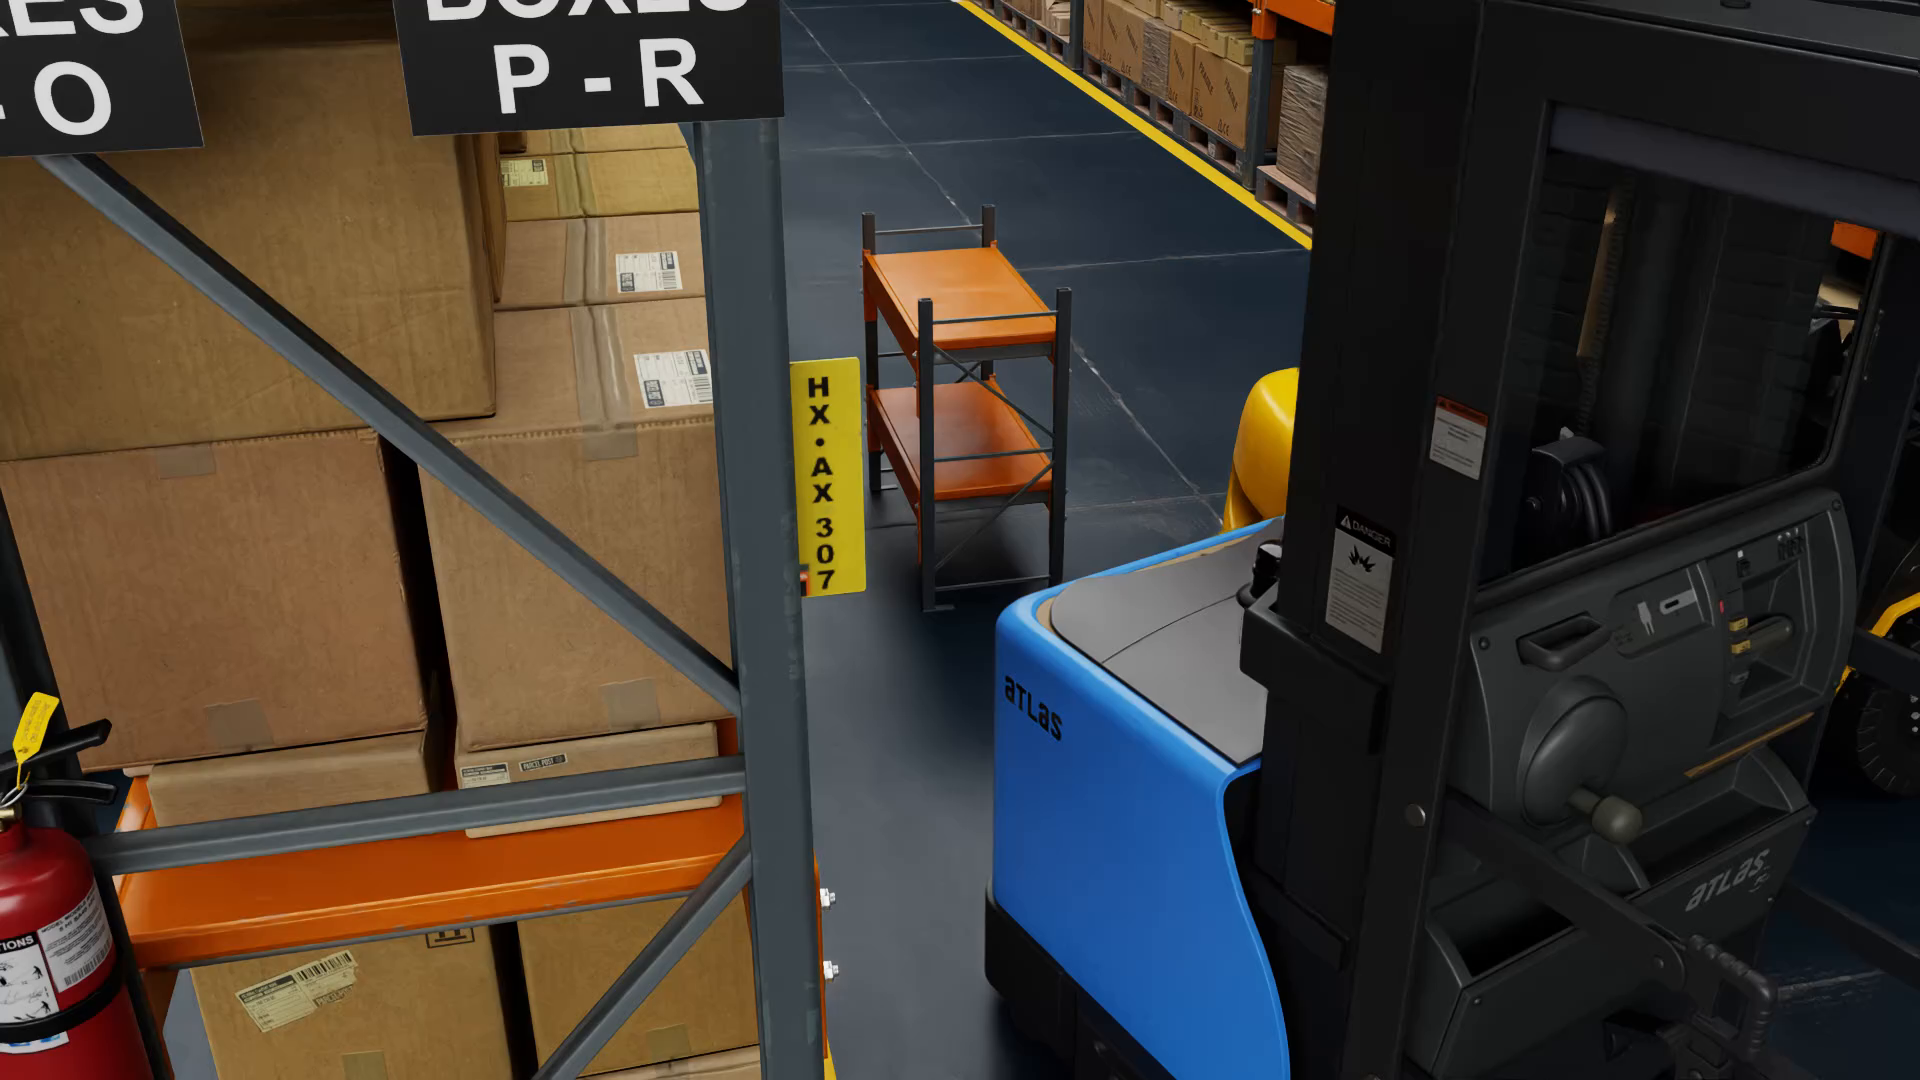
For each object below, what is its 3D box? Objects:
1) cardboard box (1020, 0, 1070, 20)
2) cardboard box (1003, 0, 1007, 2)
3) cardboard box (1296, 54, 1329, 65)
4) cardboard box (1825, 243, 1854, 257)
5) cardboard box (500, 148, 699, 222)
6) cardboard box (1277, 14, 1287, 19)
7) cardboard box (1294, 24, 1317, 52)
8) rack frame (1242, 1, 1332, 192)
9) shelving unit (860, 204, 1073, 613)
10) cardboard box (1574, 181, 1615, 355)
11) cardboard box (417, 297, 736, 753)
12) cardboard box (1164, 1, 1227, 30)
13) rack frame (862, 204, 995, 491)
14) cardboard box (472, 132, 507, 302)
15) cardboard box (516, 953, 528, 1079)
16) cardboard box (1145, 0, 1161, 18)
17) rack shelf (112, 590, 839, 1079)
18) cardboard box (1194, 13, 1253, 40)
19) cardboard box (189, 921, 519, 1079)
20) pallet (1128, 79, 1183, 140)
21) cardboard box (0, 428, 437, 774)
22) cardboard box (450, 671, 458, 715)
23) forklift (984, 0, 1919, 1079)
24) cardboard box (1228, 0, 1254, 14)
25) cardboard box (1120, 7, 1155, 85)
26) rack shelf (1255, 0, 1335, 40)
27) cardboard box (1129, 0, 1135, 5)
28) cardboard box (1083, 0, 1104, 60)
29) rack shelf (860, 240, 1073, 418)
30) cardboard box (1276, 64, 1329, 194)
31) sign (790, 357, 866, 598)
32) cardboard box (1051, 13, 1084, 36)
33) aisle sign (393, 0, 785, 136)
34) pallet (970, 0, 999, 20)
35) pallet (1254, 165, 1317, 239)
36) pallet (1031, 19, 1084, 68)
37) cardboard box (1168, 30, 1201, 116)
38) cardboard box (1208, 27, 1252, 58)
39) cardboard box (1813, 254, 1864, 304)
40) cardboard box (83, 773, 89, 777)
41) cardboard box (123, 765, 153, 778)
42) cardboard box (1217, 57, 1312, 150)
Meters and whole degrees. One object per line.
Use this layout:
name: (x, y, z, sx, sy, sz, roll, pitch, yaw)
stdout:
cardboard box: (0.962, -5.121, 15.375, 0.700, 0.500, 0.500, -7, 28, -14)
cardboard box: (0.728, -5.577, 16.278, 0.700, 0.500, 0.500, -5, 27, -9)
cardboard box: (2.509, -2.935, 11.045, 0.500, 0.500, 0.500, -5, 27, -10)
cardboard box: (3.532, -1.104, 6.585, 0.500, 0.250, 0.500, -5, 27, -11)
cardboard box: (-0.774, -0.497, 3.464, 0.500, 0.500, 0.500, -6, 27, -13)
cardboard box: (2.378, -3.621, 11.684, 0.380, 0.149, 0.250, -7, 28, -14)
cardboard box: (2.483, -3.391, 11.228, 0.380, 0.149, 0.250, -5, 27, -10)
rack frame: (2.331, -3.650, 10.153, 1.000, 3.000, 0.127, -6, 27, -12)
shelving unit: (-0.002, -0.505, 6.002, 0.538, 1.125, 1.048, -6, 27, -12)
cardboard box: (3.104, -1.250, 7.566, 0.875, 0.625, 0.625, -5, 27, -9)
cardboard box: (-0.538, -0.046, 2.571, 0.500, 0.500, 0.500, -6, 27, -12)
cardboard box: (1.701, -3.788, 12.013, 0.380, 0.149, 0.250, -7, 28, -14)
rack frame: (-0.116, -0.728, 6.445, 0.500, 1.125, 0.032, -6, 27, -12)
cardboard box: (-1.136, -0.681, 2.720, 0.700, 0.500, 0.500, -6, 27, -11)
cardboard box: (-1.151, 1.069, 3.388, 0.500, 0.250, 0.500, -6, 27, -12)
cardboard box: (1.606, -4.016, 12.466, 0.380, 0.149, 0.250, -5, 27, -10)
rack shelf: (-1.152, -0.189, 4.095, 1.077, 0.370, 4.000, -6, 27, -12)
cardboard box: (1.850, -3.560, 11.562, 0.380, 0.149, 0.250, -5, 27, -10)
cardboard box: (-1.136, 0.747, 3.194, 0.500, 0.500, 0.500, -6, 27, -11)
pallet: (1.928, -3.272, 12.498, 1.003, 0.211, 1.213, -6, 27, -12)
cardboard box: (-1.092, -0.020, 2.520, 0.500, 0.500, 0.500, -6, 27, -13)
cardboard box: (-0.647, 0.200, 2.804, 0.380, 0.149, 0.250, -6, 27, -11)
forklift: (1.275, 0.230, 2.541, 1.130, 2.935, 3.031, -16, 31, -29)
cardboard box: (2.174, -3.834, 12.106, 0.380, 0.149, 0.250, -6, 27, -11)
cardboard box: (1.557, -3.790, 12.739, 0.500, 0.500, 0.500, -7, 28, -13)
rack shelf: (2.782, -2.451, 8.576, 1.077, 0.370, 4.000, -6, 27, -12)
cardboard box: (1.533, -4.239, 12.907, 0.380, 0.149, 0.250, -6, 27, -12)
cardboard box: (1.319, -4.243, 13.635, 0.500, 0.500, 0.500, -5, 27, -9)
rack shelf: (-0.002, -0.766, 5.871, 0.538, 0.278, 1.000, -6, 27, -12)
cardboard box: (2.458, -2.502, 10.048, 0.875, 0.625, 0.625, -5, 27, -10)
sign: (-0.173, -0.074, 2.107, 0.100, 0.325, 0.005, -6, 27, -12)
cardboard box: (1.018, -4.536, 14.605, 0.380, 0.149, 0.250, -7, 28, -13)
aisle sign: (-0.385, -0.797, 1.616, 0.394, 0.787, 0.004, -6, 27, -12)
pallet: (0.726, -5.534, 16.980, 1.003, 0.211, 1.213, -6, 27, -12)
pallet: (2.478, -2.040, 10.058, 1.003, 0.211, 1.213, -6, 27, -12)
pallet: (1.276, -4.463, 14.858, 1.003, 0.211, 1.213, -6, 27, -12)
cardboard box: (1.803, -3.336, 11.838, 0.500, 0.500, 0.500, -5, 27, -9)
cardboard box: (1.881, -3.319, 11.085, 0.380, 0.149, 0.250, -7, 28, -14)
cardboard box: (3.141, -0.831, 6.043, 0.500, 0.250, 0.500, -6, 27, -12)
cardboard box: (-2.687, 0.335, 5.029, 0.500, 0.500, 0.500, 13, 30, 24)
cardboard box: (-1.159, 0.237, 2.730, 0.380, 0.149, 0.250, -6, 27, -12)
cardboard box: (2.026, -2.886, 10.946, 0.500, 0.500, 0.500, -5, 27, -10)
